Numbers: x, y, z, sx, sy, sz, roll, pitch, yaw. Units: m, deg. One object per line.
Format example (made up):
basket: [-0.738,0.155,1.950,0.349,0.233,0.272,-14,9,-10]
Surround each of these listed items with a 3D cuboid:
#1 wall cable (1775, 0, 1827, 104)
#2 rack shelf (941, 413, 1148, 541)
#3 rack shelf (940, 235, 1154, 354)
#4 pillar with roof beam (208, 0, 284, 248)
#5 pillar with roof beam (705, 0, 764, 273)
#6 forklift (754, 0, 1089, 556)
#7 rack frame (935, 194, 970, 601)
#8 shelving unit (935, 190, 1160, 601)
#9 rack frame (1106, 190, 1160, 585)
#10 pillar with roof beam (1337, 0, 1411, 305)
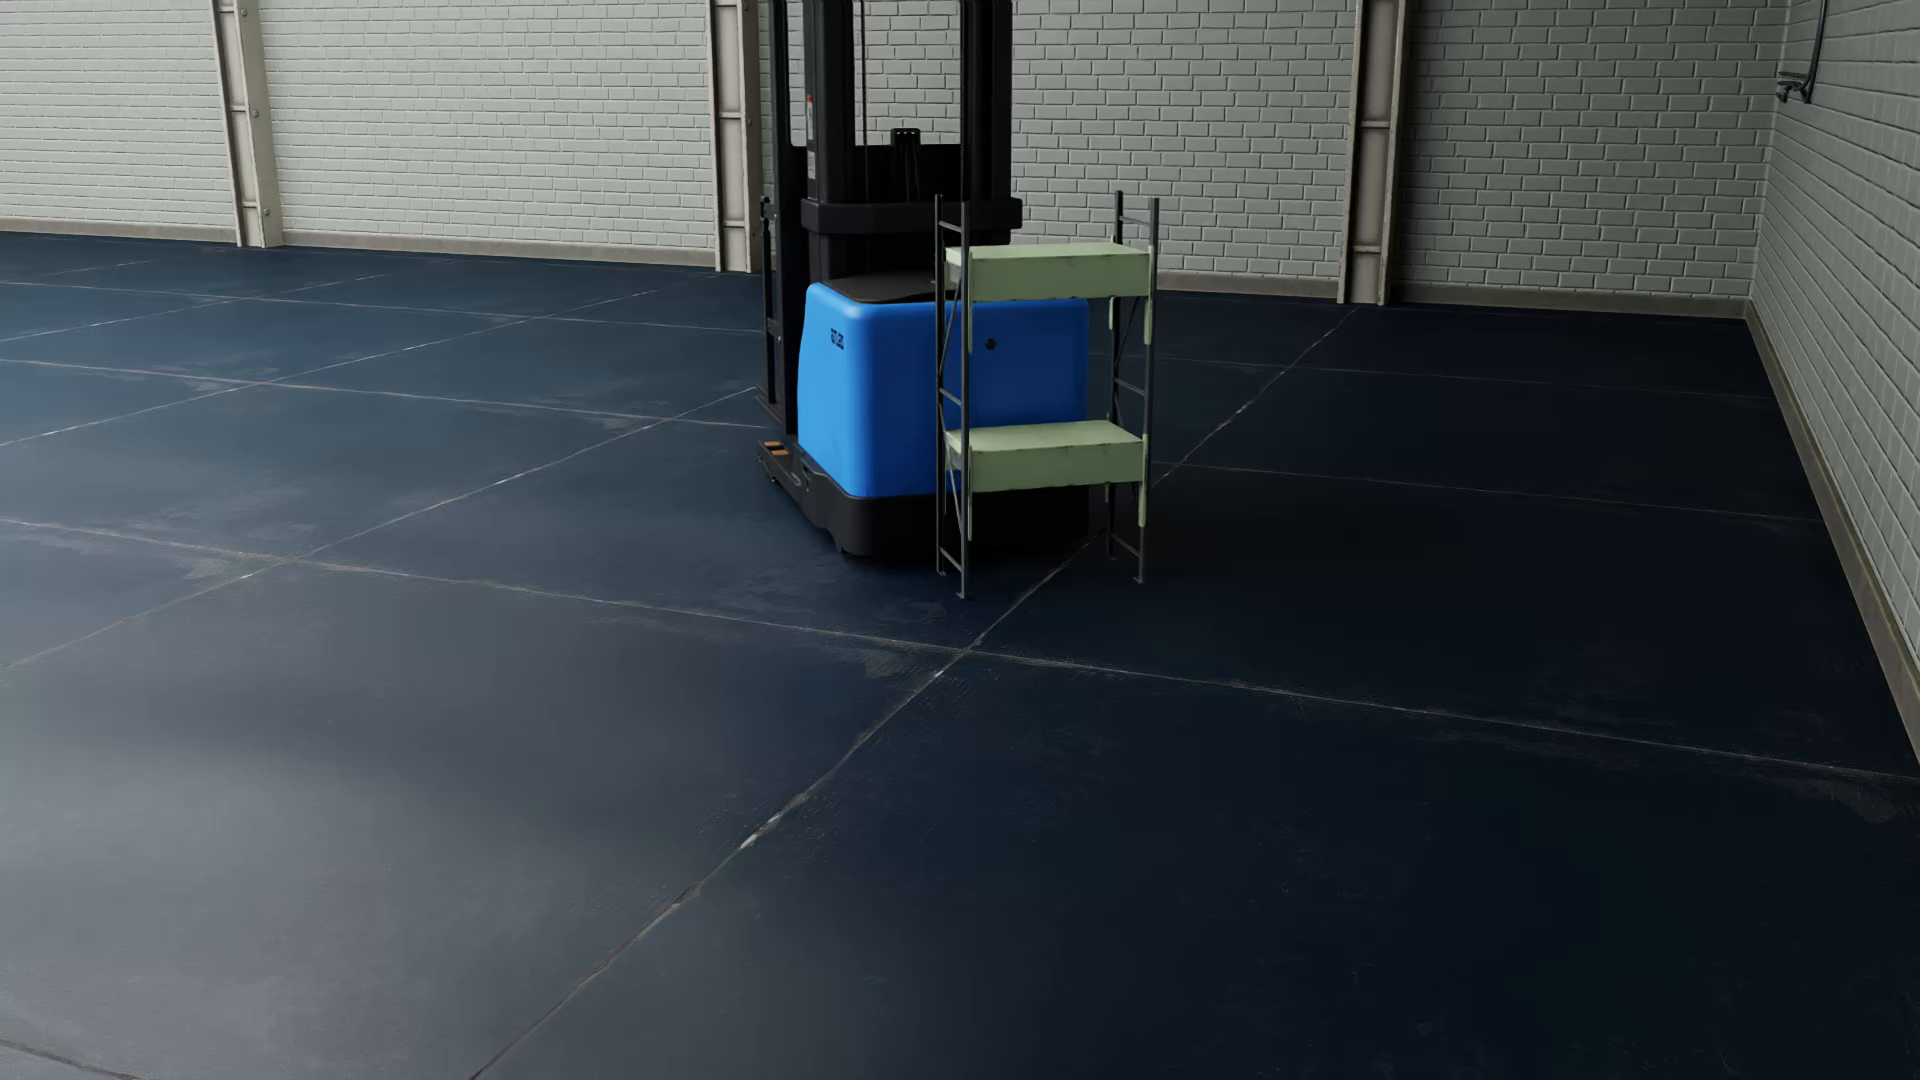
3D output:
wall cable: [5.692,-4.215,11.121,0.112,2.526,3.097,6,17,21]
rack shelf: [0.321,-0.256,6.534,0.720,0.370,0.431,-5,17,-15]
rack shelf: [0.321,-0.944,6.335,0.720,0.370,0.431,-5,17,-15]
pillar with roof beam: [-9.306,-6.461,13.290,0.400,9.000,9.100,6,17,21]
pillar with roof beam: [-3.724,-5.848,11.176,0.400,9.000,9.100,6,17,21]
forklift: [-0.382,-1.712,7.813,1.130,2.935,3.031,-5,17,-17]
rack frame: [-0.031,-0.541,6.346,0.023,1.500,0.400,-5,17,-15]
shelving unit: [0.321,-0.569,6.443,0.755,1.500,0.431,-5,17,-15]
rack frame: [0.673,-0.597,6.540,0.023,1.500,0.400,-5,17,-15]
pillar with roof beam: [1.857,-5.234,9.062,0.400,9.000,9.100,6,17,21]
